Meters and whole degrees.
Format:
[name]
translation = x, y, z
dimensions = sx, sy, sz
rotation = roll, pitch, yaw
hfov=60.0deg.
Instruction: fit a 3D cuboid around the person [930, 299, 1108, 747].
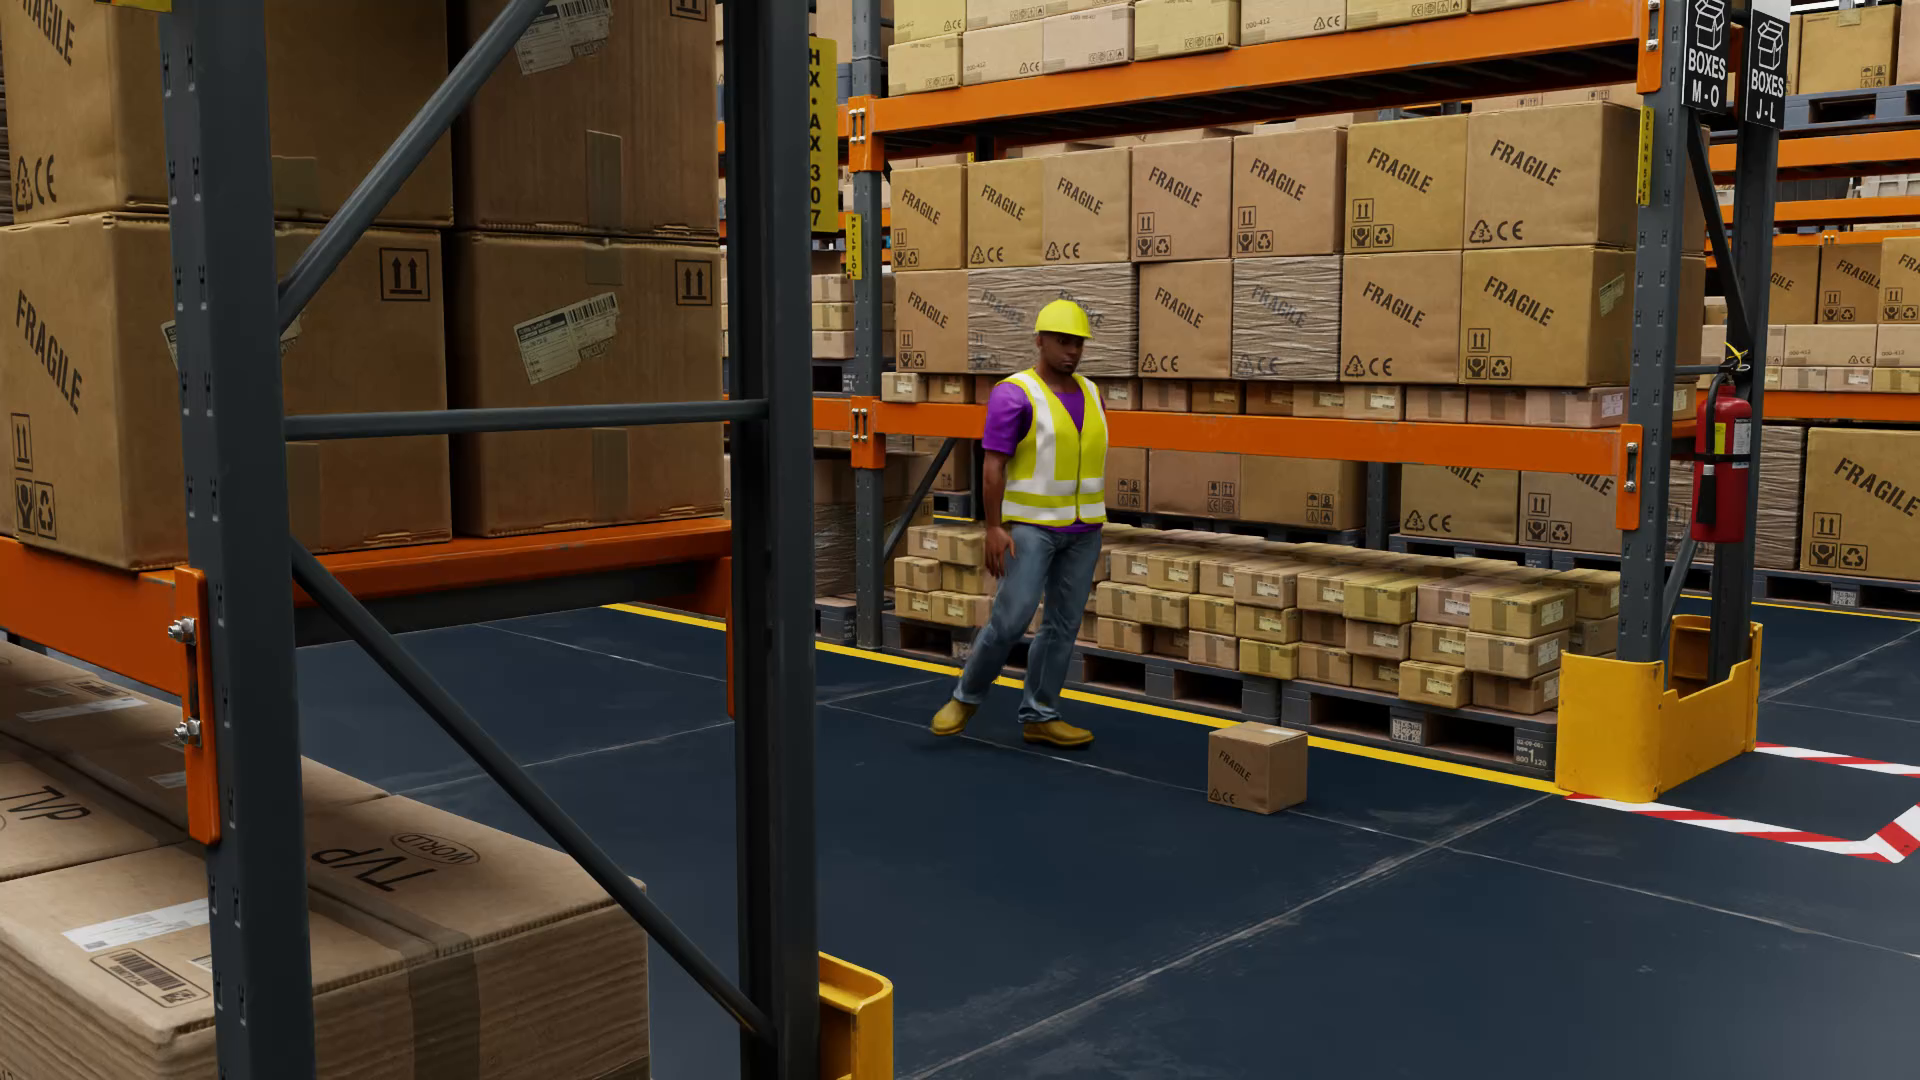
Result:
[person]
translation = 0.260, -0.056, 6.516
dimensions = 0.733, 1.758, 0.524
rotation = -5, 8, -34
